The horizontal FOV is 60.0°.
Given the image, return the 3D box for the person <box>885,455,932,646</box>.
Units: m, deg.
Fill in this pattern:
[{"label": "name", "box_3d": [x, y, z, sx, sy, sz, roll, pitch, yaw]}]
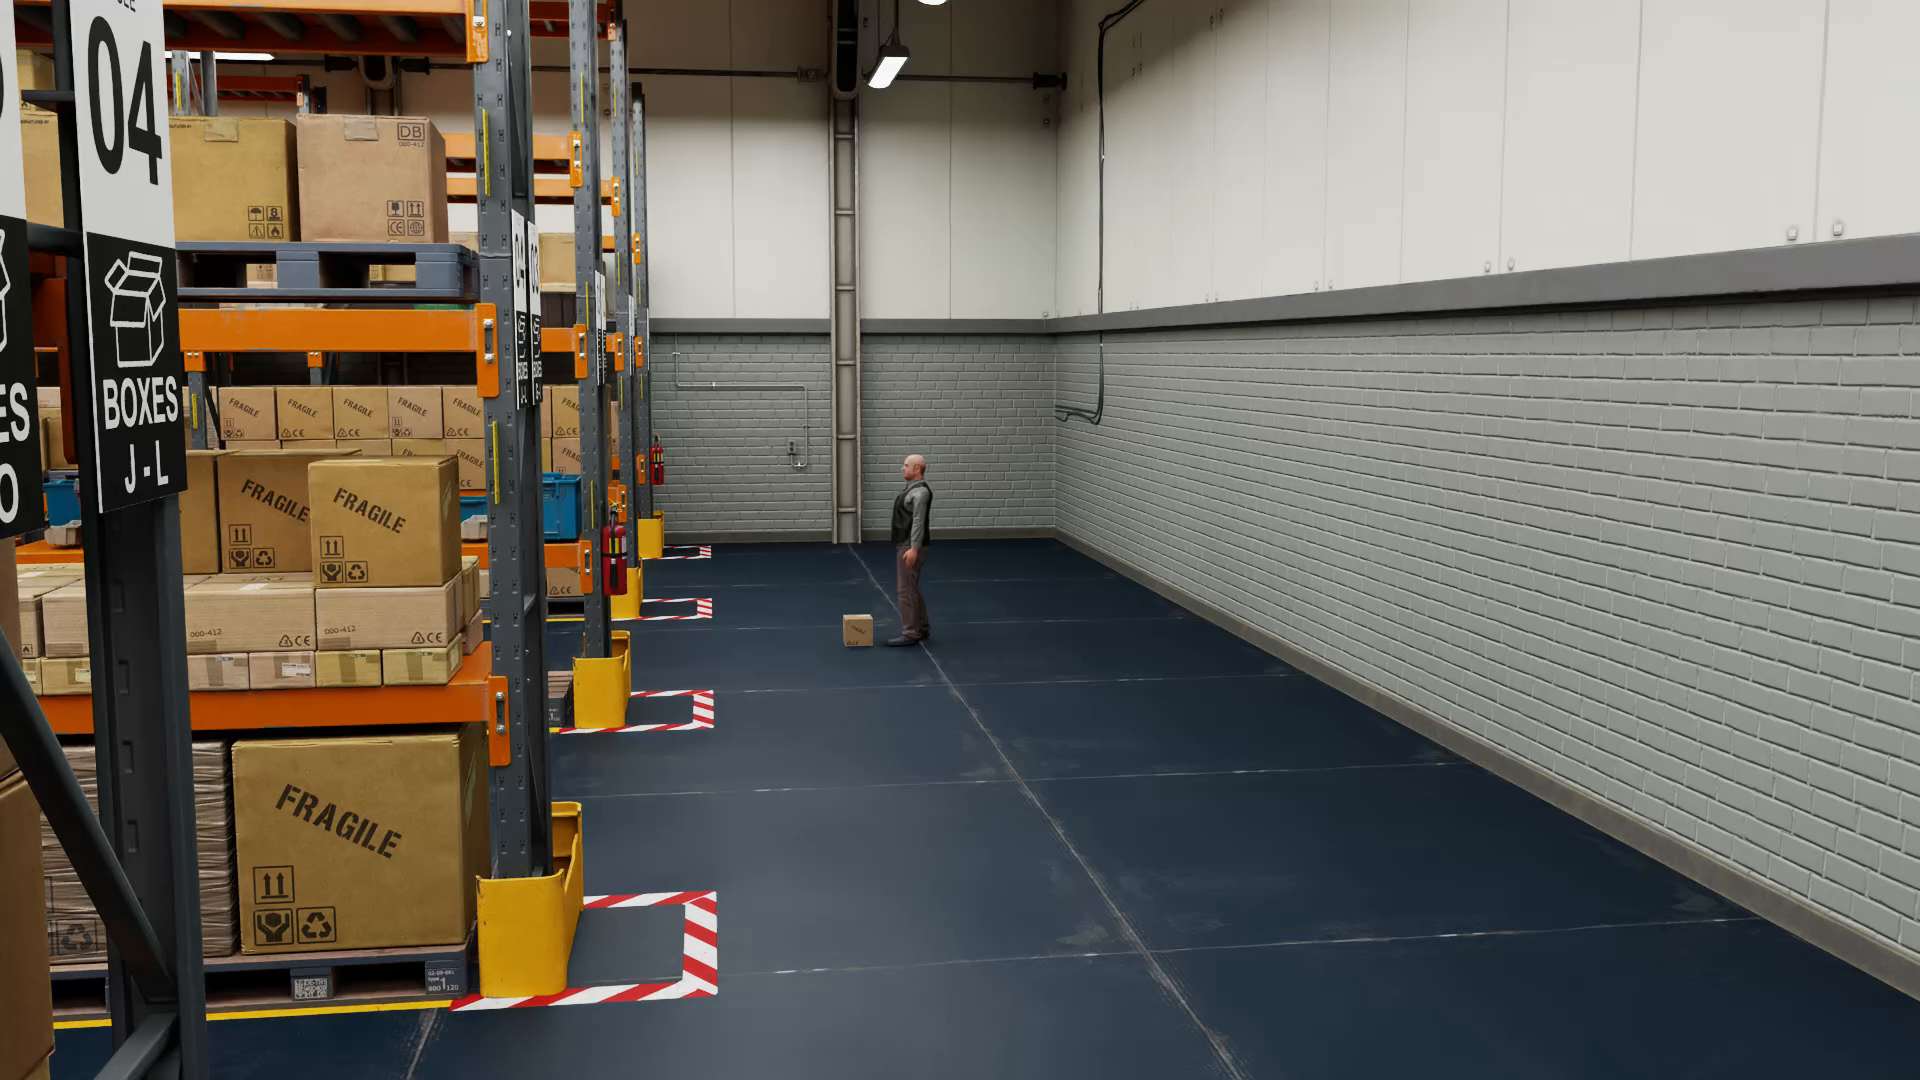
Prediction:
[{"label": "person", "box_3d": [-0.466, 0.105, 15.074, 0.452, 1.760, 0.540, -1, 6, -7]}]
